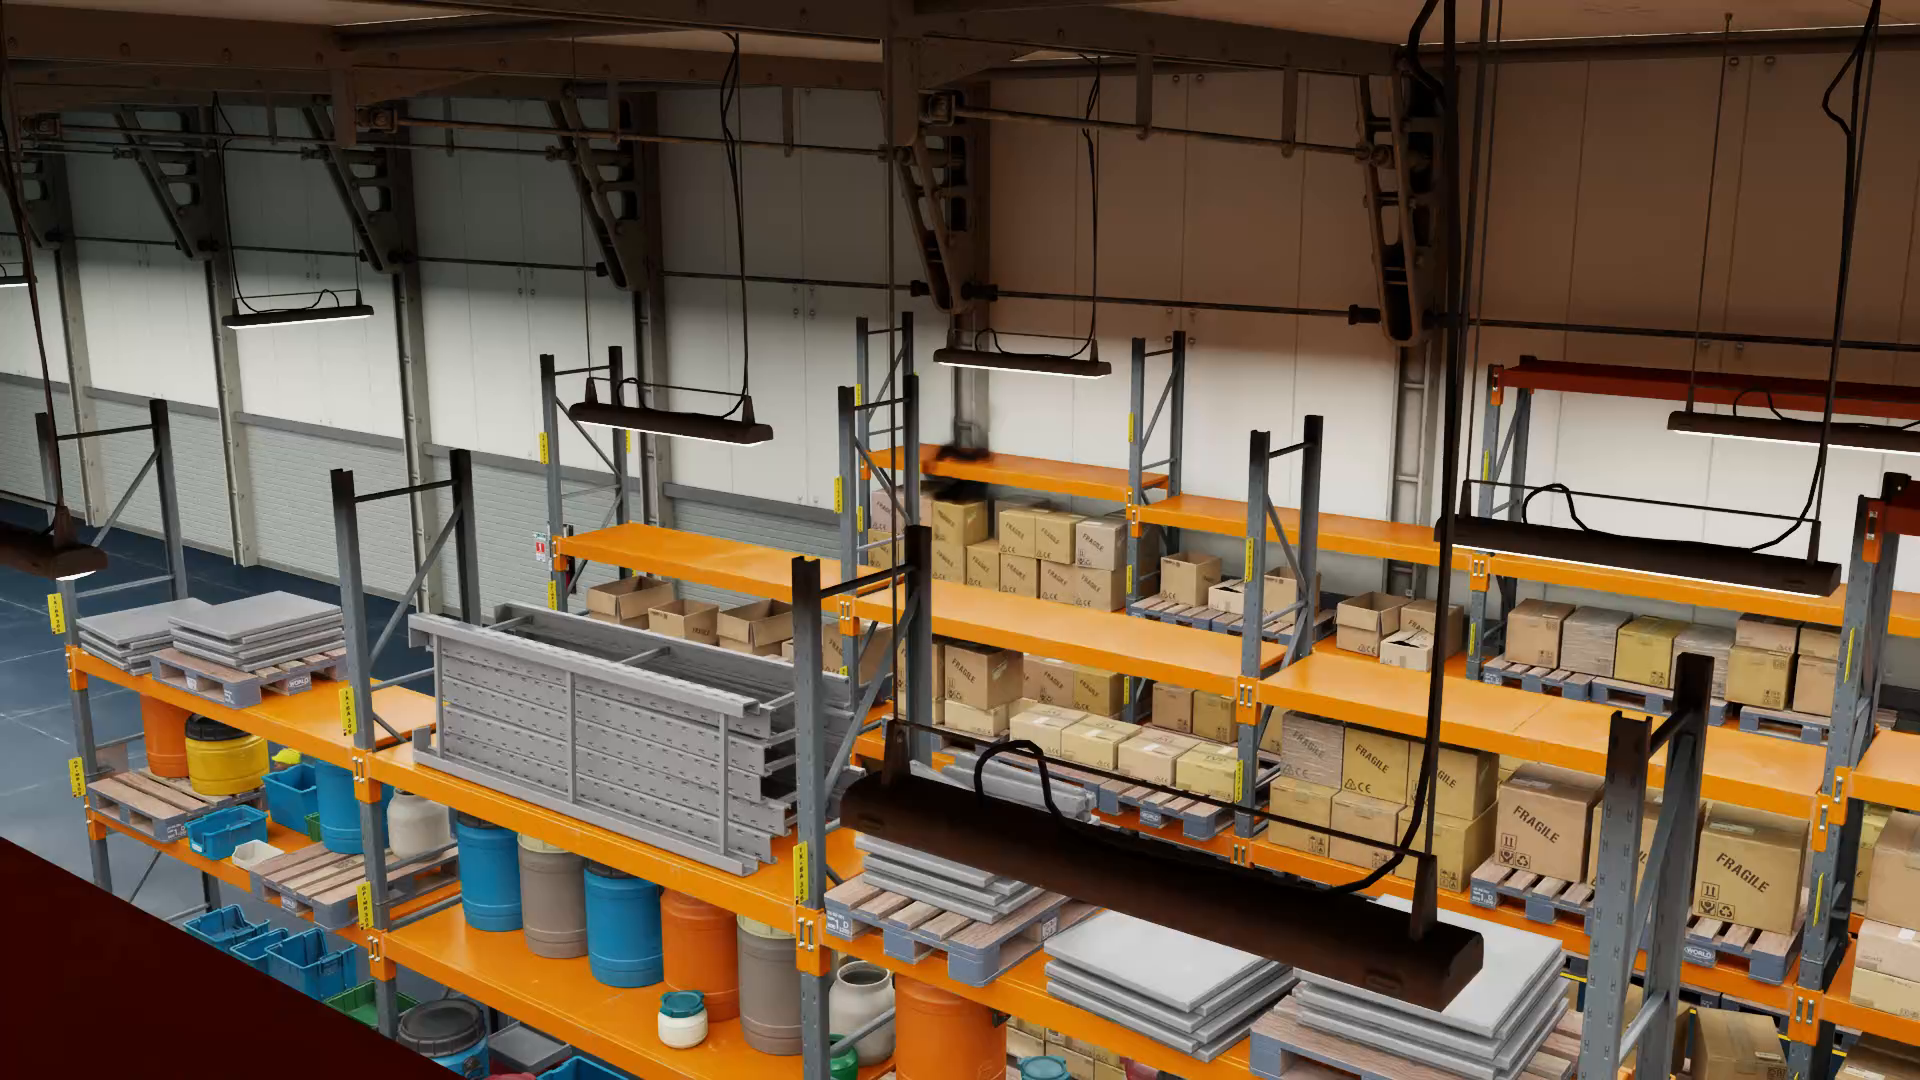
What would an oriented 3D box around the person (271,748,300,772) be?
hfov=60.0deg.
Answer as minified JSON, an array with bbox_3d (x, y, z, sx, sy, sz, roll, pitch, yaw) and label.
[{"bbox_3d":[-7.300,3.088,18.124,0.571,1.719,0.676,-8,15,-31],"label":"person"}]
